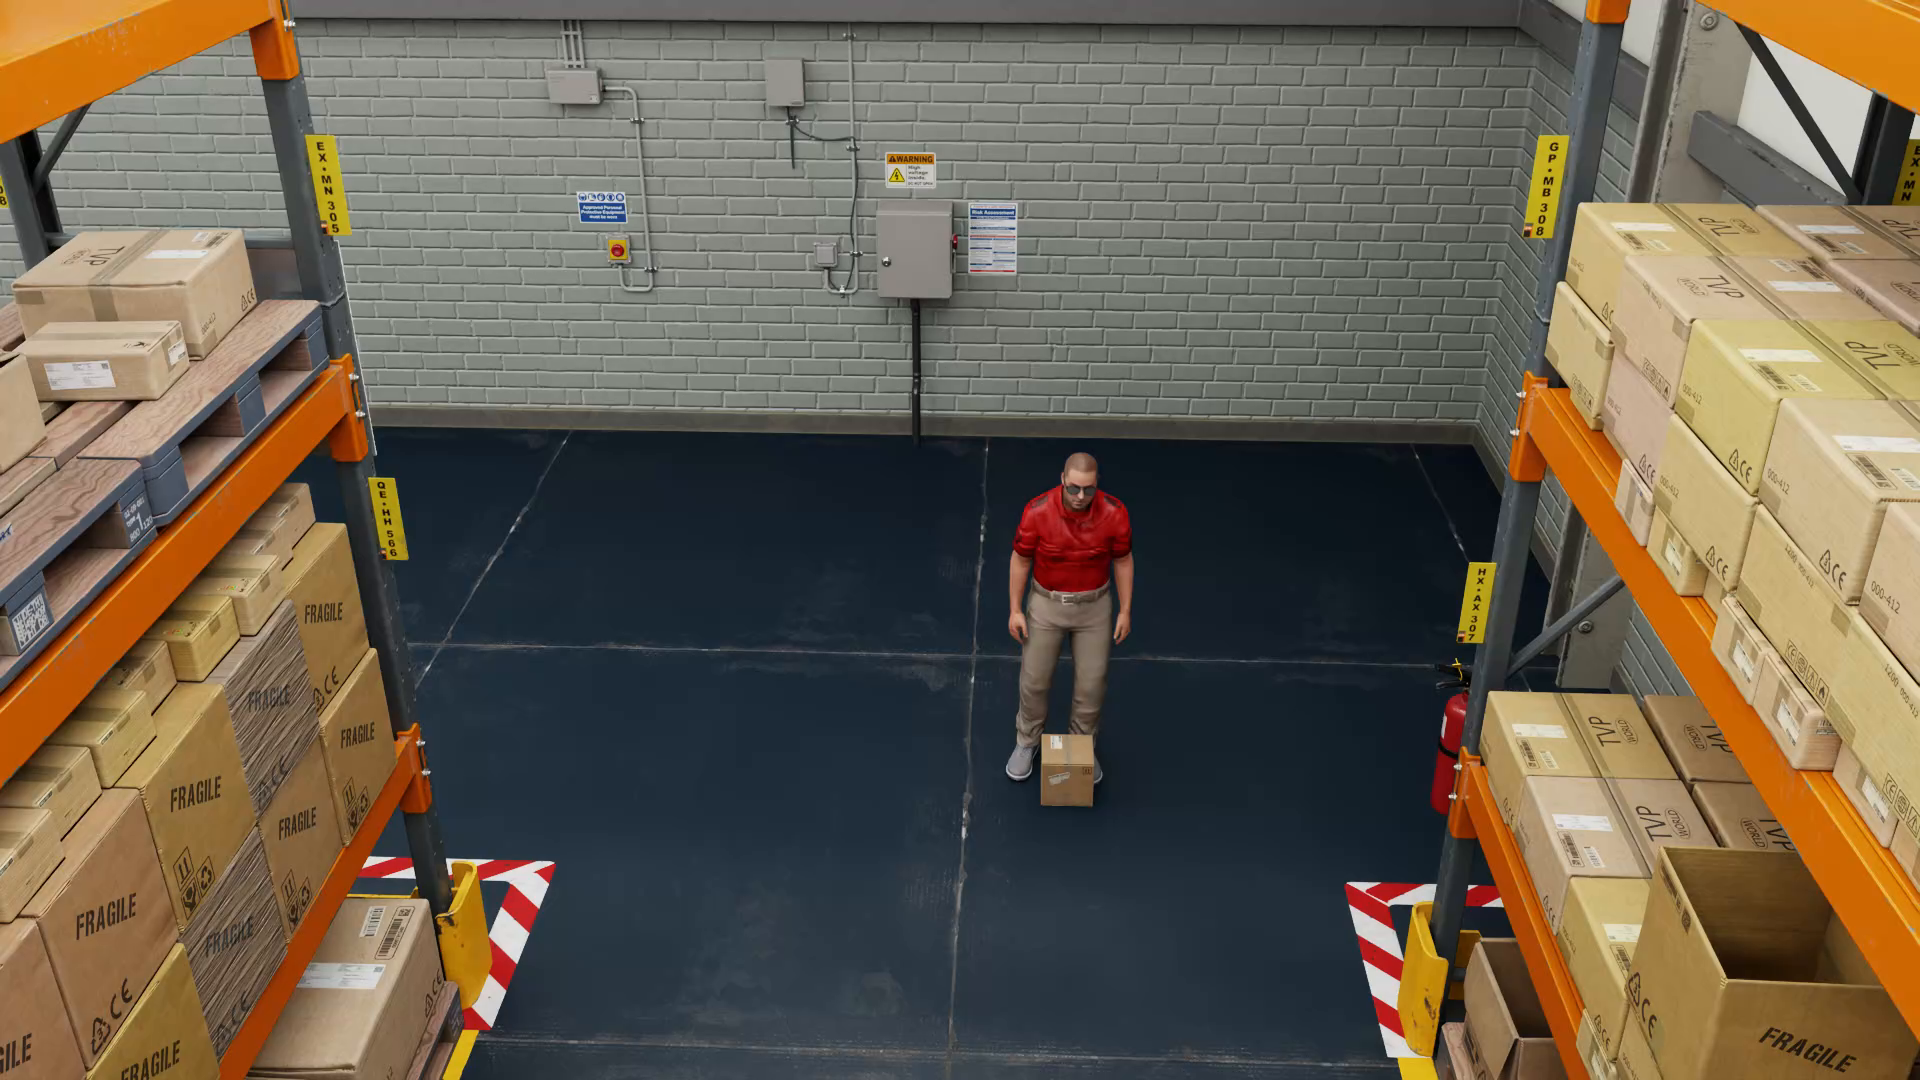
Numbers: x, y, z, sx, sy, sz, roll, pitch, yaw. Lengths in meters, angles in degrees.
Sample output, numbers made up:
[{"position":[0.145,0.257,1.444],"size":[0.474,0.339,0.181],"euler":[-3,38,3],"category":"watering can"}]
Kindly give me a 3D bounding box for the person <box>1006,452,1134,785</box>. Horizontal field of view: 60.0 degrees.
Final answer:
[{"position":[0.528,0.357,7.957],"size":[0.596,1.727,0.425],"euler":[0,28,0],"category":"person"}]
